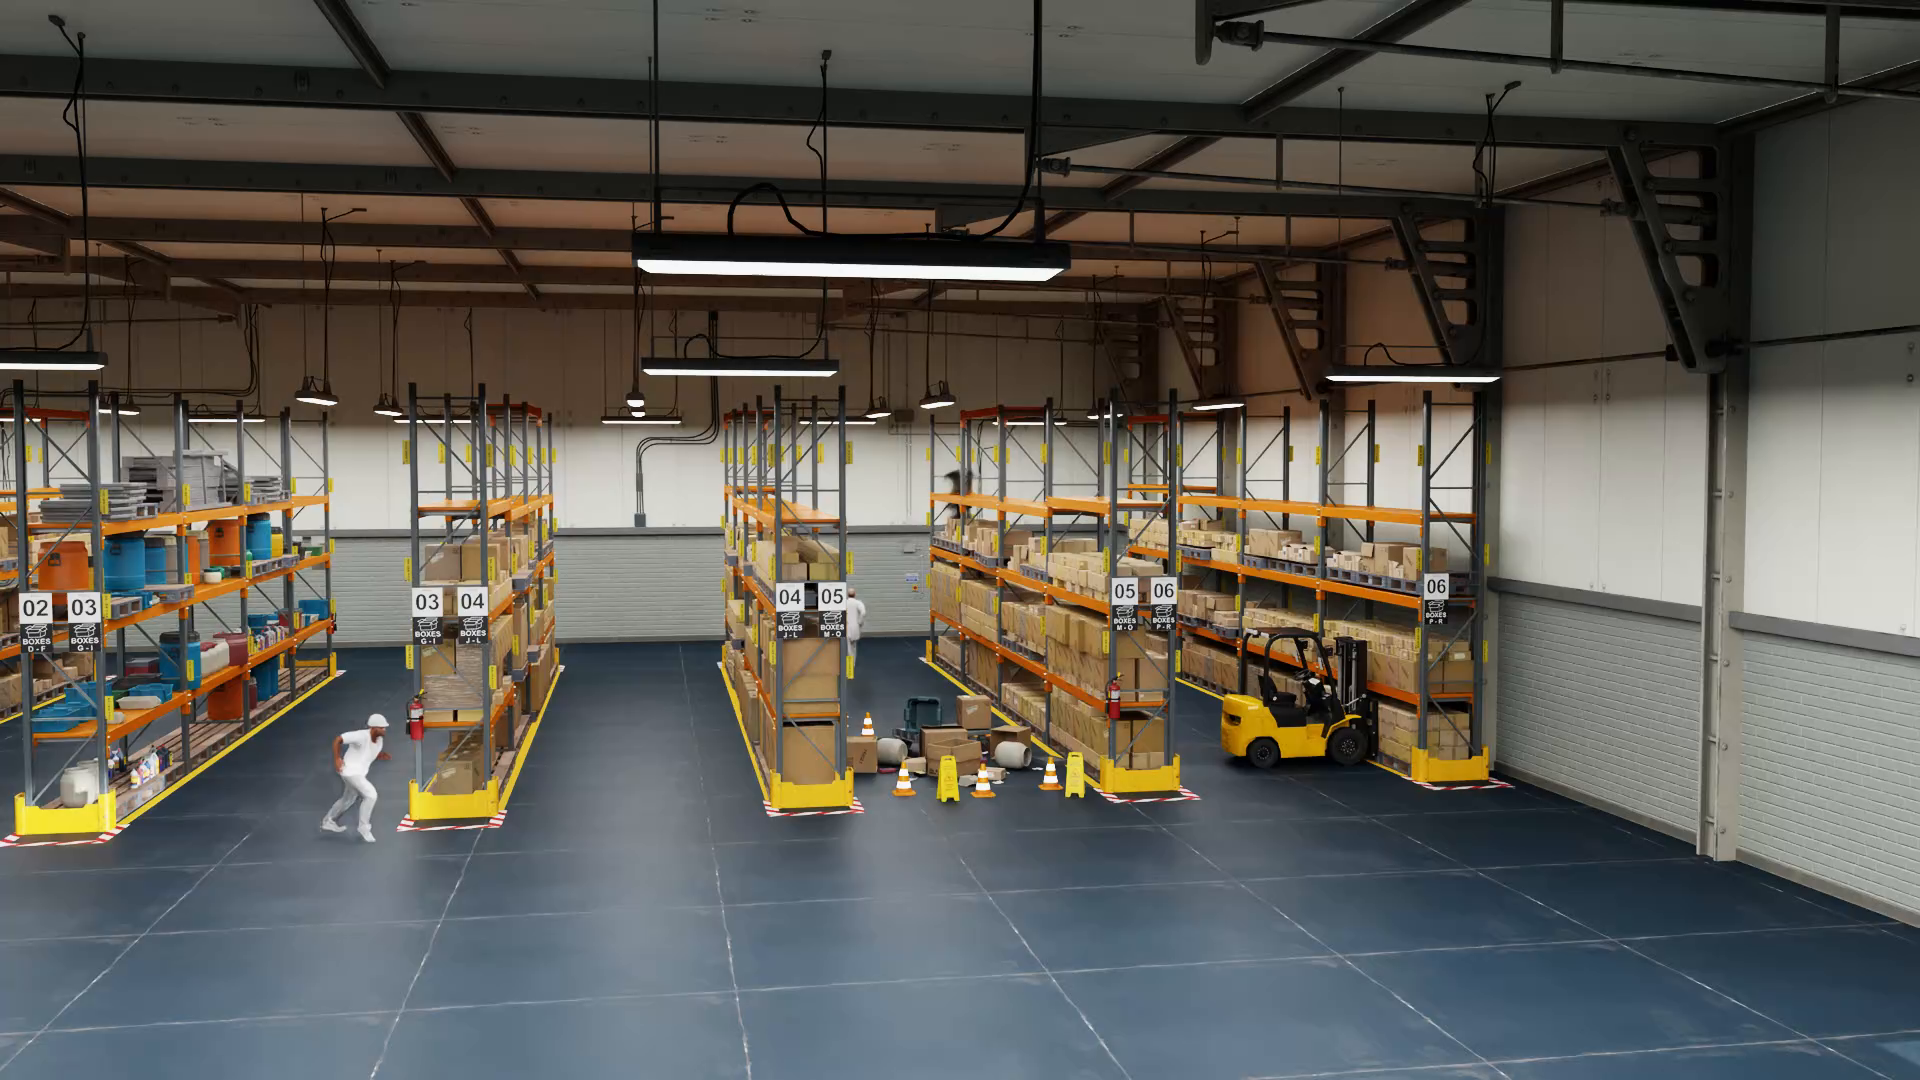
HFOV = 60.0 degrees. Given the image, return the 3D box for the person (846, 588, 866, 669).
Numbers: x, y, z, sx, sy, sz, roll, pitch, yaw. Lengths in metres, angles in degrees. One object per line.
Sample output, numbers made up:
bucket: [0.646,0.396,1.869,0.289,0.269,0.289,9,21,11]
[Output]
person: [-2.421,1.978,36.613,0.689,1.819,0.859,0,3,-7]

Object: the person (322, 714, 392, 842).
person: [-7.891,3.106,21.653,1.009,1.700,0.750,1,3,13]
